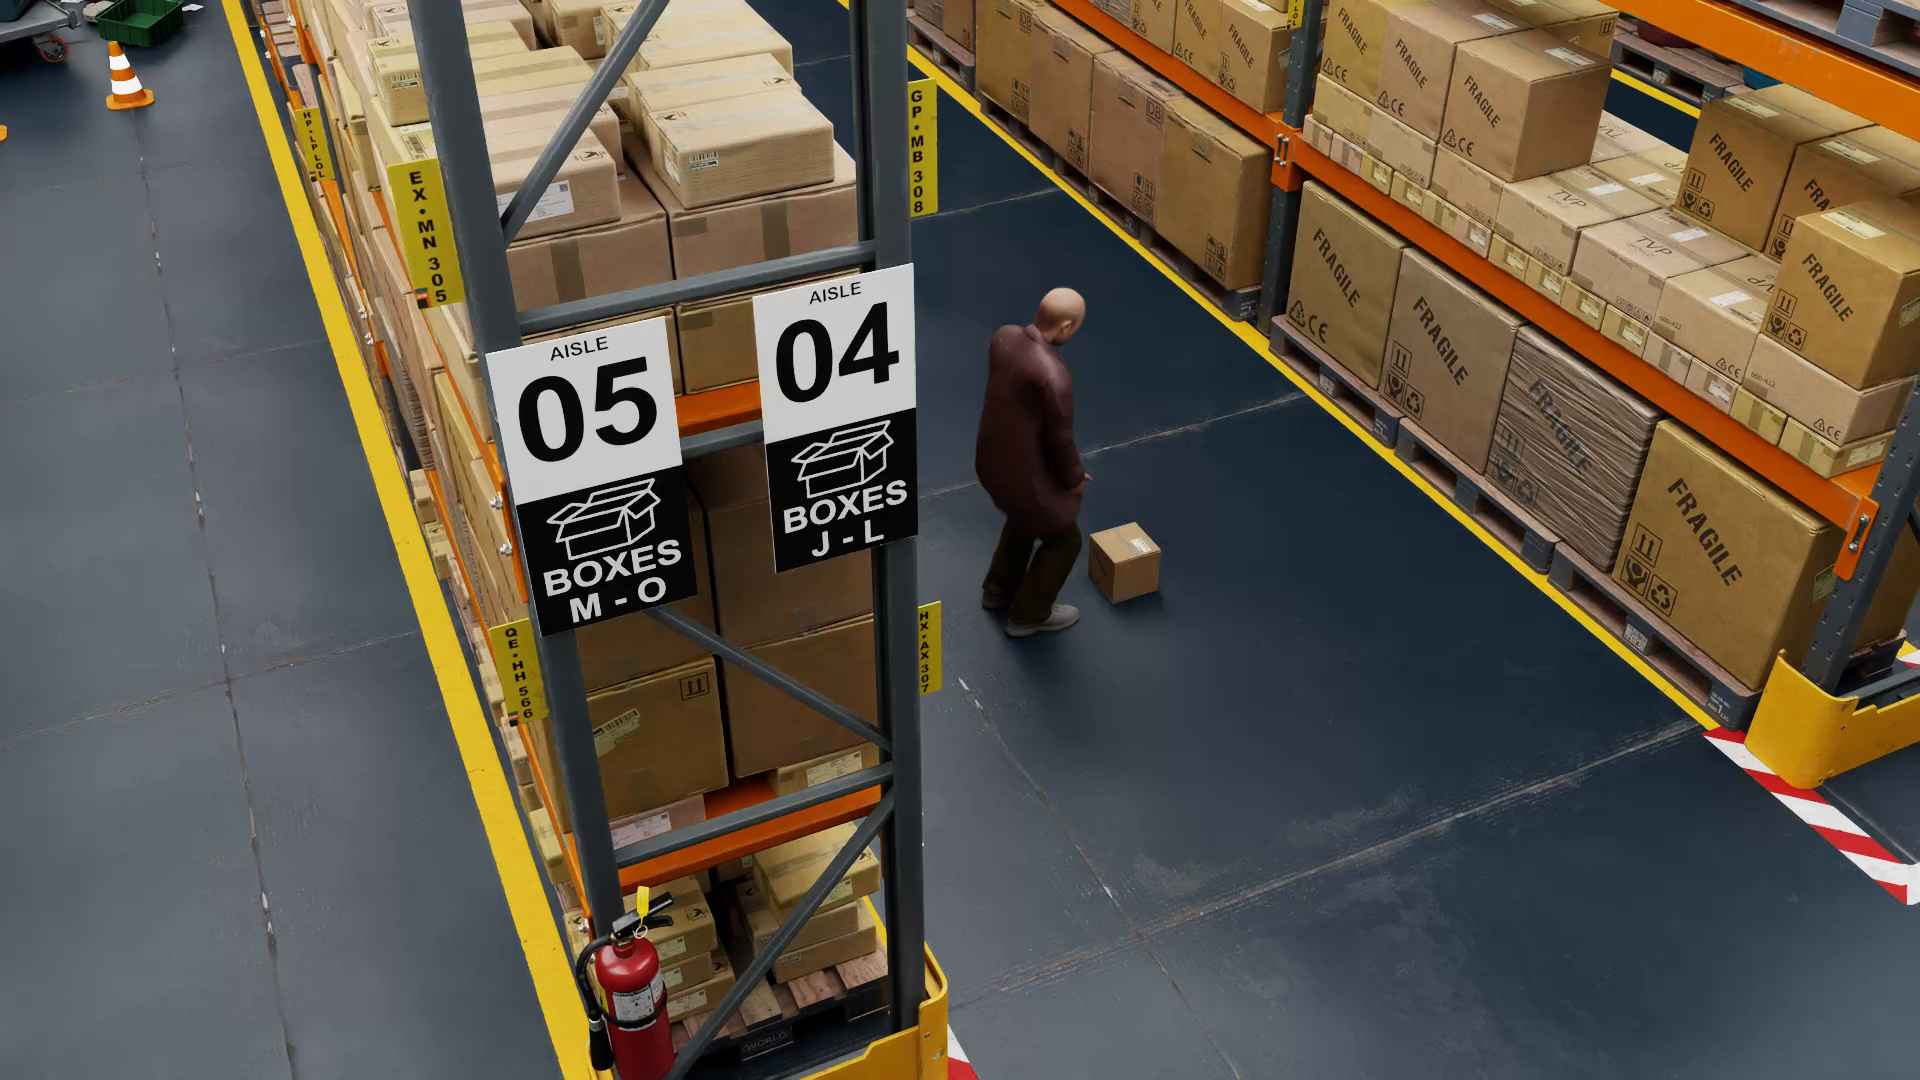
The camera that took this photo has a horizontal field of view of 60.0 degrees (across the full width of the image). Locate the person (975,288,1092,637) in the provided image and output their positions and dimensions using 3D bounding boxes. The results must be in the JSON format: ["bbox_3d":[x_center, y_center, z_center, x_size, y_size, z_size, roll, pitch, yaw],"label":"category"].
[{"bbox_3d":[0.312,-0.321,7.452,0.503,1.605,0.607,-15,39,-19],"label":"person"}]
